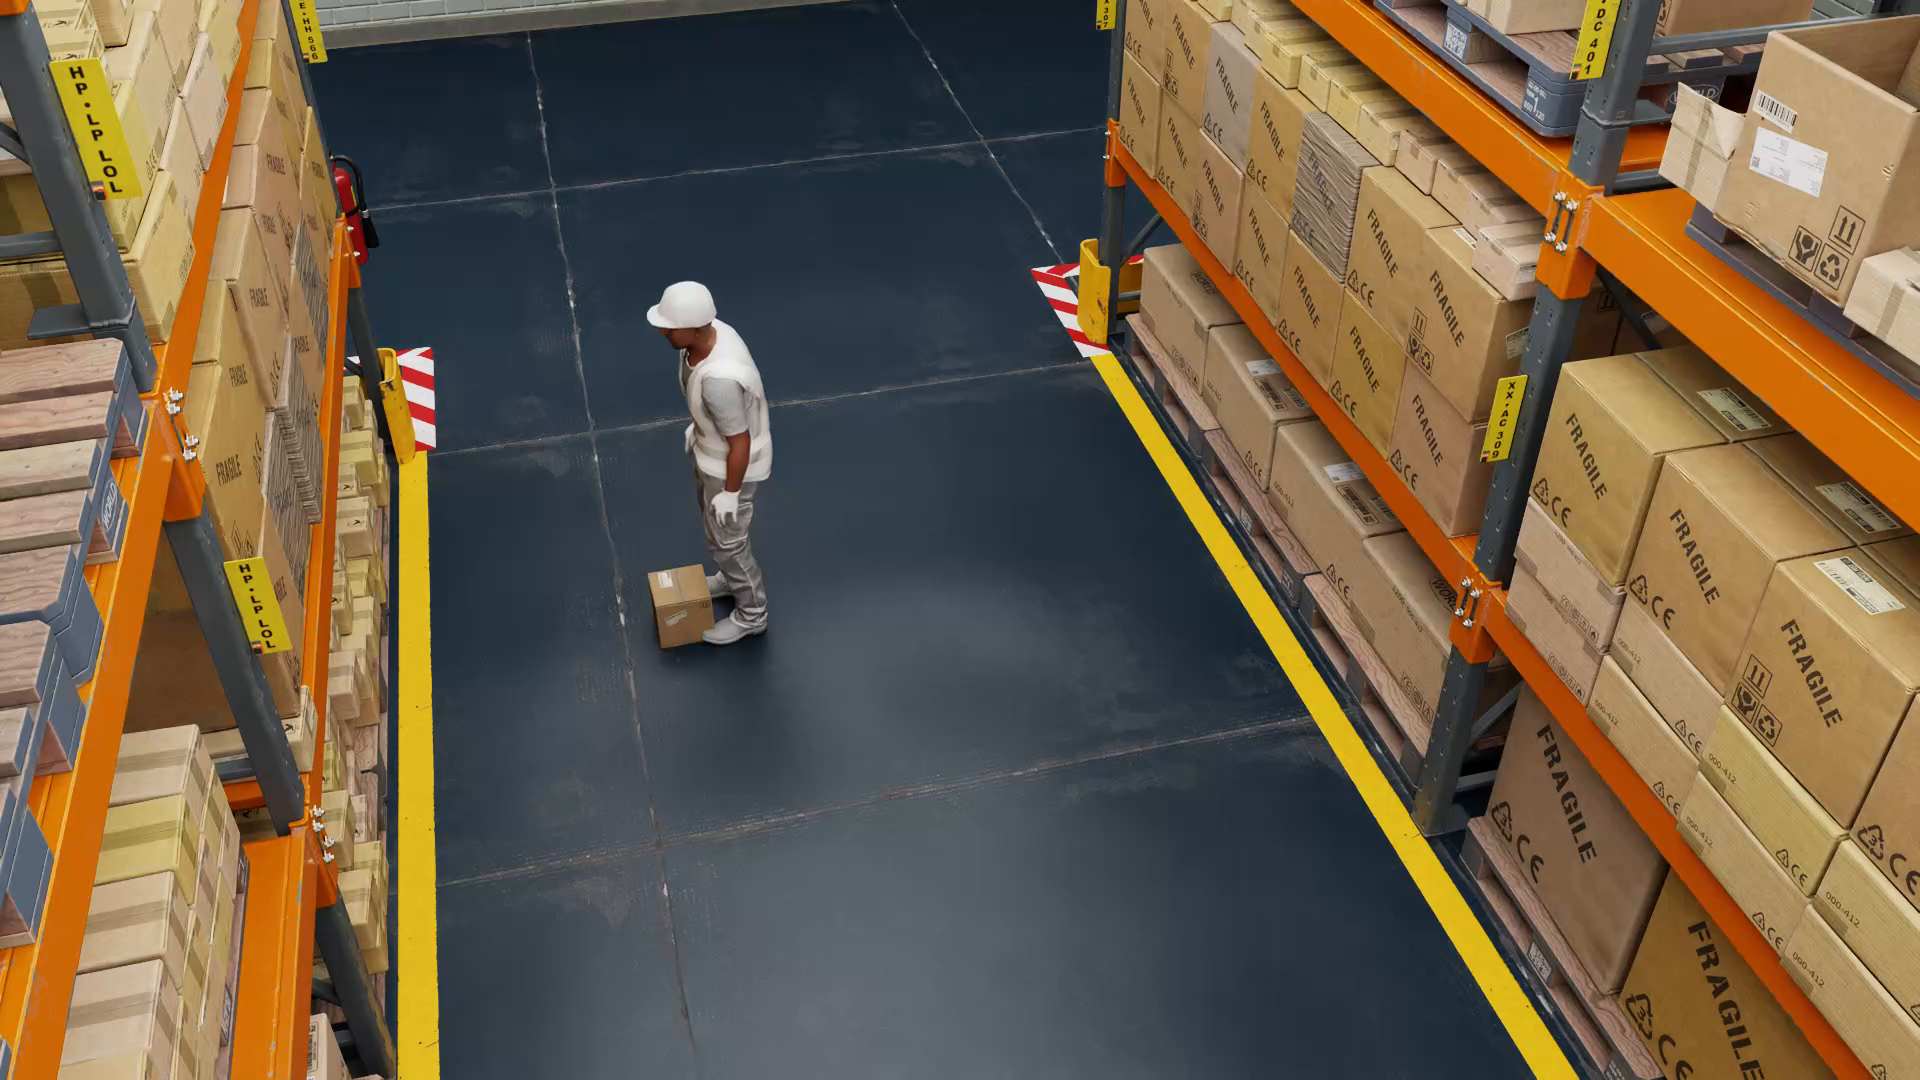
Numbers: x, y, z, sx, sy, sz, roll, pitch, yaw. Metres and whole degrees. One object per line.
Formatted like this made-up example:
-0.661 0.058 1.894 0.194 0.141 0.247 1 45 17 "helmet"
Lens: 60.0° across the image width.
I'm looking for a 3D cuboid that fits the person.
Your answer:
-1.038 -0.337 7.138 0.444 1.775 0.629 -11 39 -14 "person"
